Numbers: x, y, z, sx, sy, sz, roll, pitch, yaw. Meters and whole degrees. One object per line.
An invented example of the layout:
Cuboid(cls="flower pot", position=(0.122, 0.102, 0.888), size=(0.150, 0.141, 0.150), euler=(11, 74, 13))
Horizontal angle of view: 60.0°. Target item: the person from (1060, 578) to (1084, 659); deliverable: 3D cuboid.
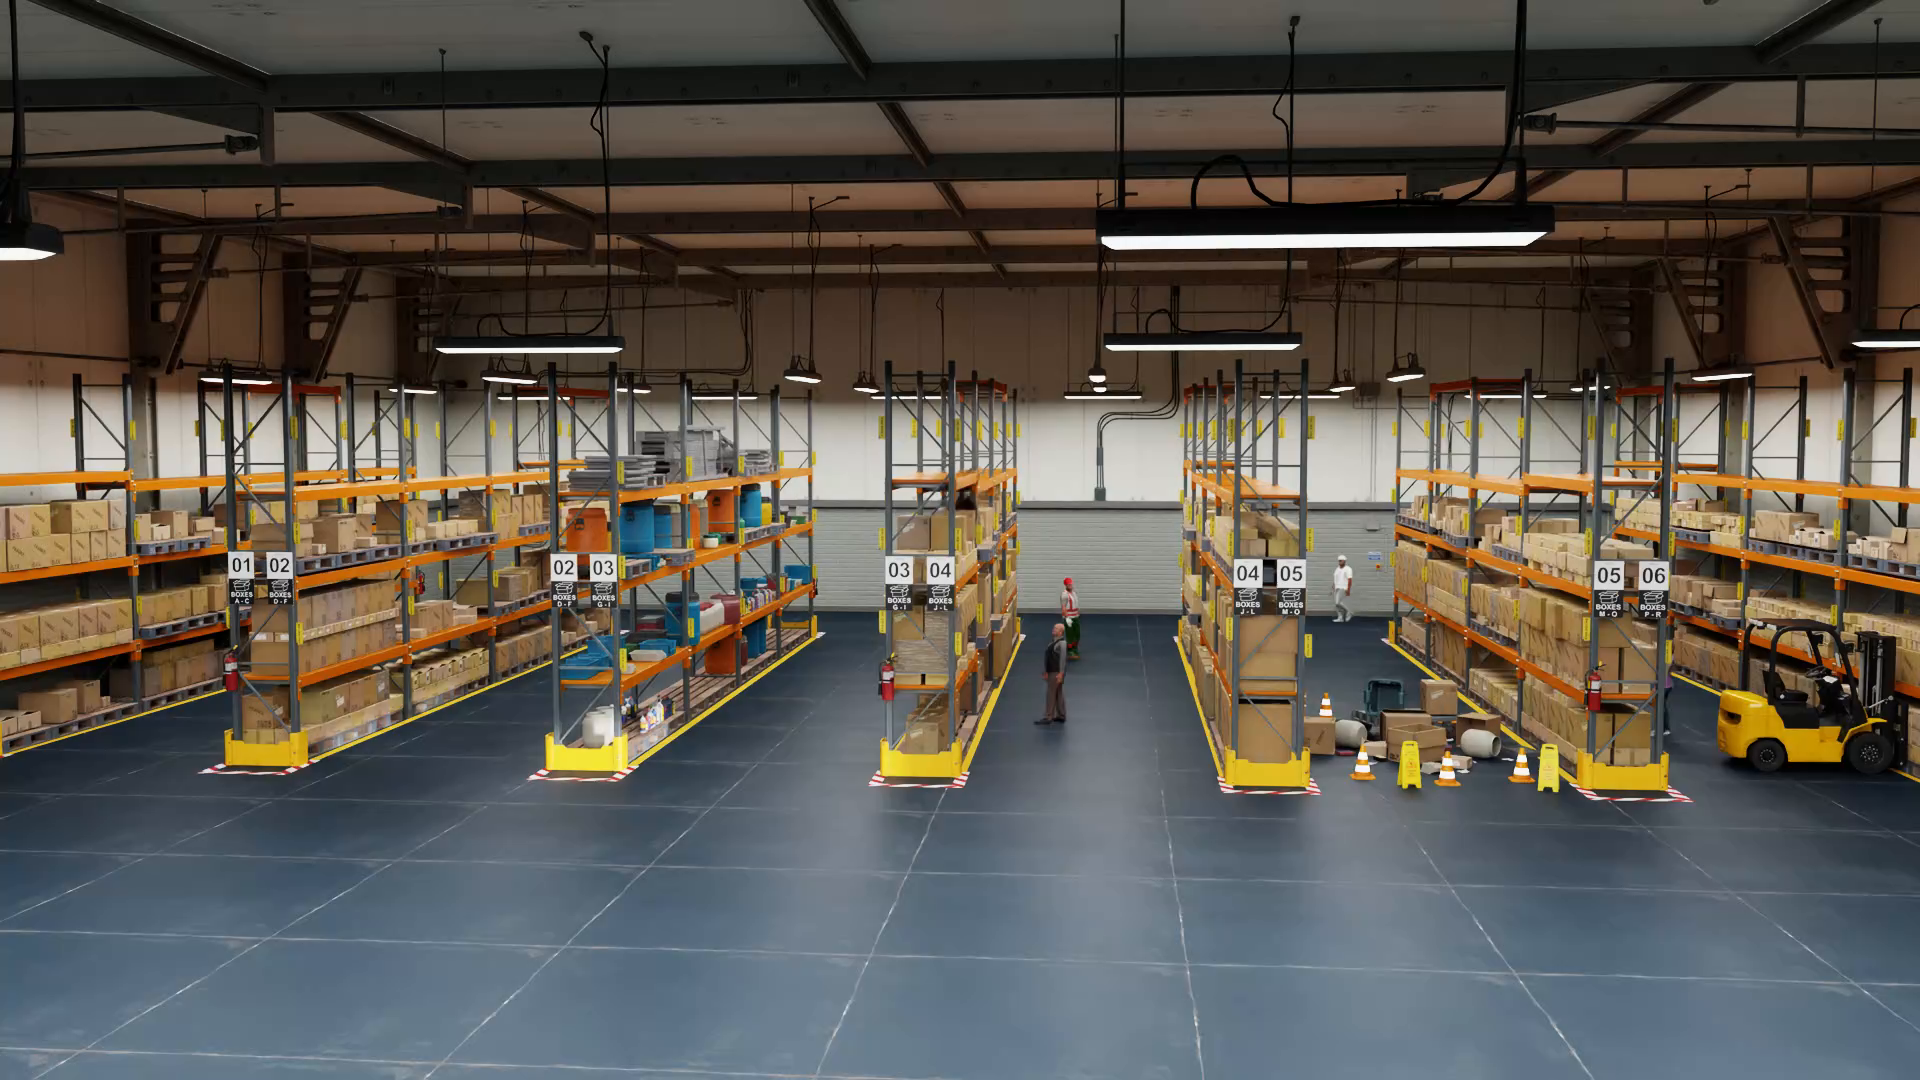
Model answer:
Cuboid(cls="person", position=(2.461, 1.731, 36.369), size=(0.368, 1.829, 0.641), euler=(3, 5, 37))

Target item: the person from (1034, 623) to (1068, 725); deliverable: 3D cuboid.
Cuboid(cls="person", position=(1.531, 2.278, 28.402), size=(0.594, 1.705, 0.572), euler=(0, 4, -4))

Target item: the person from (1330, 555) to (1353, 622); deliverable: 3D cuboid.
Cuboid(cls="person", position=(9.916, 1.266, 43.208), size=(0.504, 1.754, 0.550), euler=(-1, 4, -14))

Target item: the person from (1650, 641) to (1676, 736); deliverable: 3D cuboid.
Cuboid(cls="person", position=(11.449, 2.433, 27.132), size=(0.406, 1.628, 0.485), euler=(3, 5, 41))
